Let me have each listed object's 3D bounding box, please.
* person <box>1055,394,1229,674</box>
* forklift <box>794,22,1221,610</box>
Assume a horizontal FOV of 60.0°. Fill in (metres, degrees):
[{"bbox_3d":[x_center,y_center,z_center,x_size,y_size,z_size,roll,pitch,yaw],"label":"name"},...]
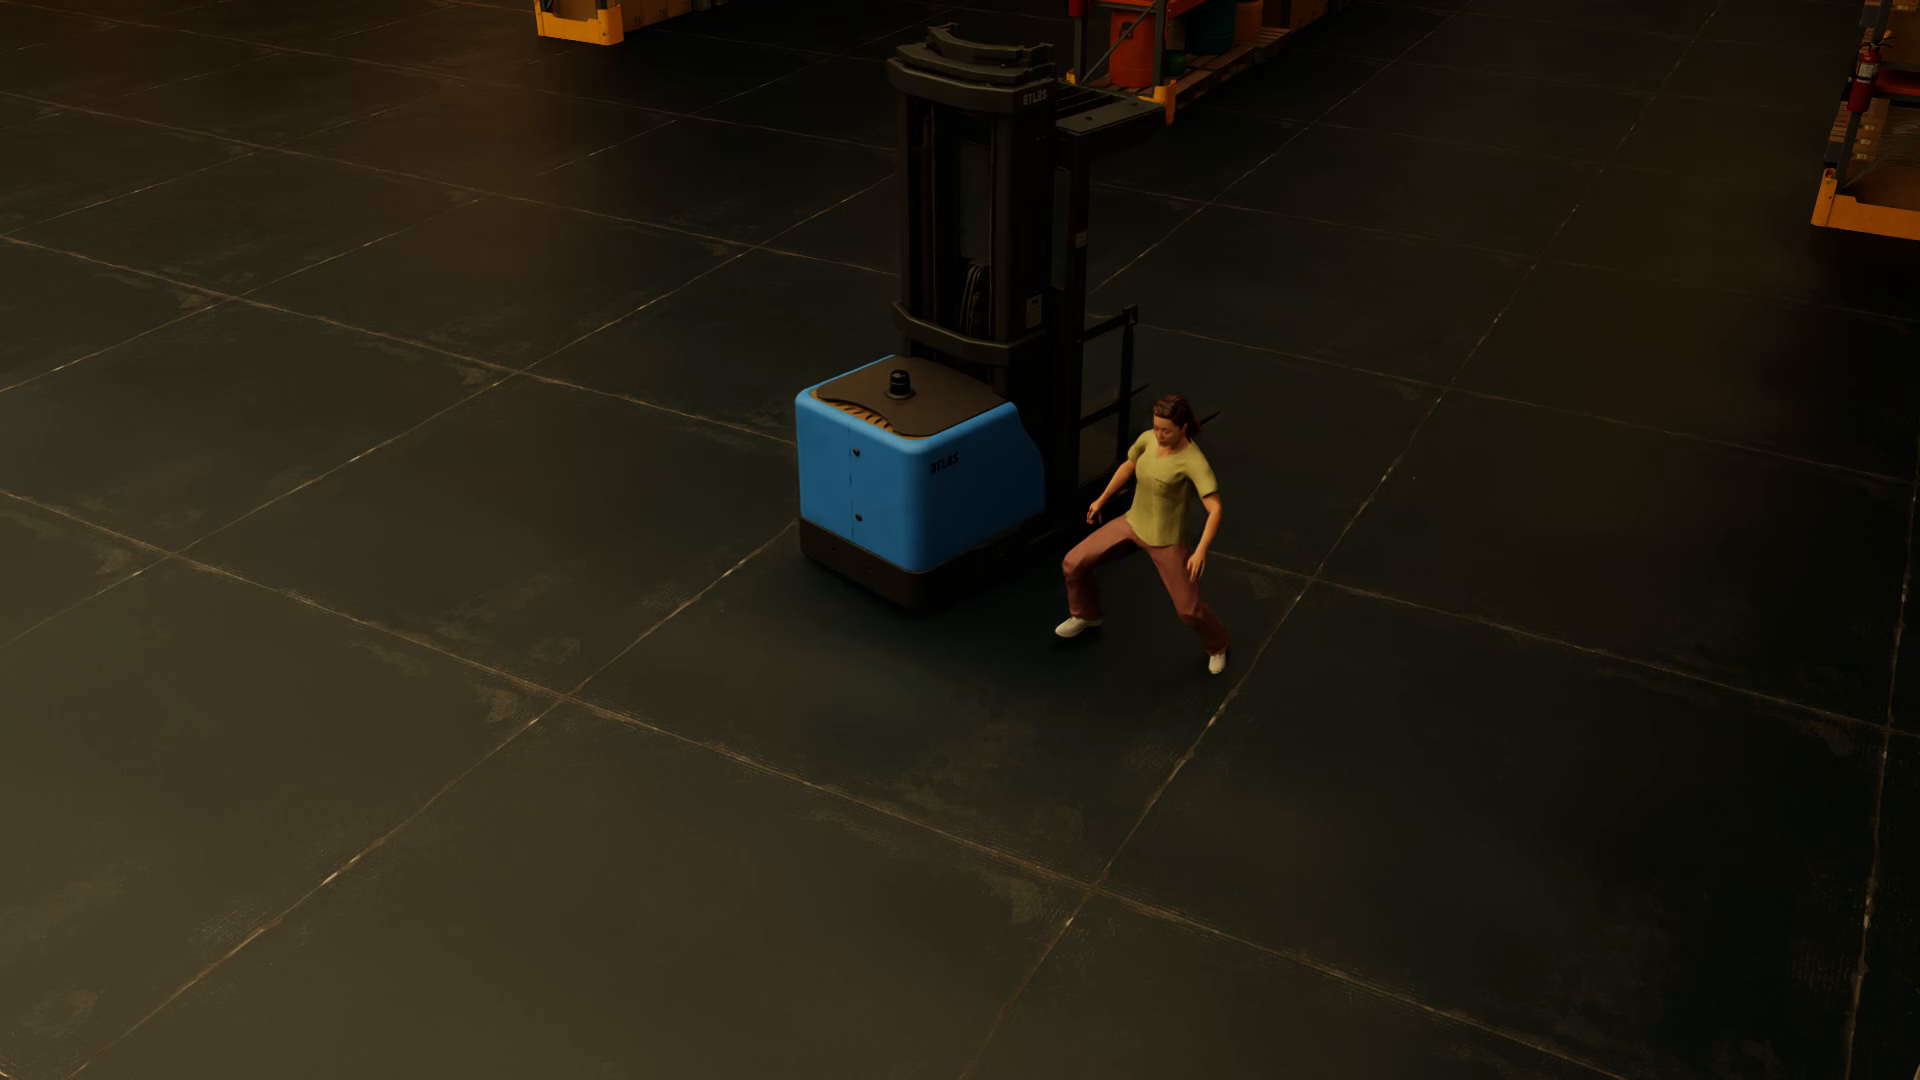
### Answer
[{"bbox_3d":[1.037,-0.037,8.571,0.709,1.551,0.884,-23,37,-35],"label":"person"},{"bbox_3d":[0.446,-1.522,9.707,1.130,2.935,3.031,26,39,37],"label":"forklift"}]
